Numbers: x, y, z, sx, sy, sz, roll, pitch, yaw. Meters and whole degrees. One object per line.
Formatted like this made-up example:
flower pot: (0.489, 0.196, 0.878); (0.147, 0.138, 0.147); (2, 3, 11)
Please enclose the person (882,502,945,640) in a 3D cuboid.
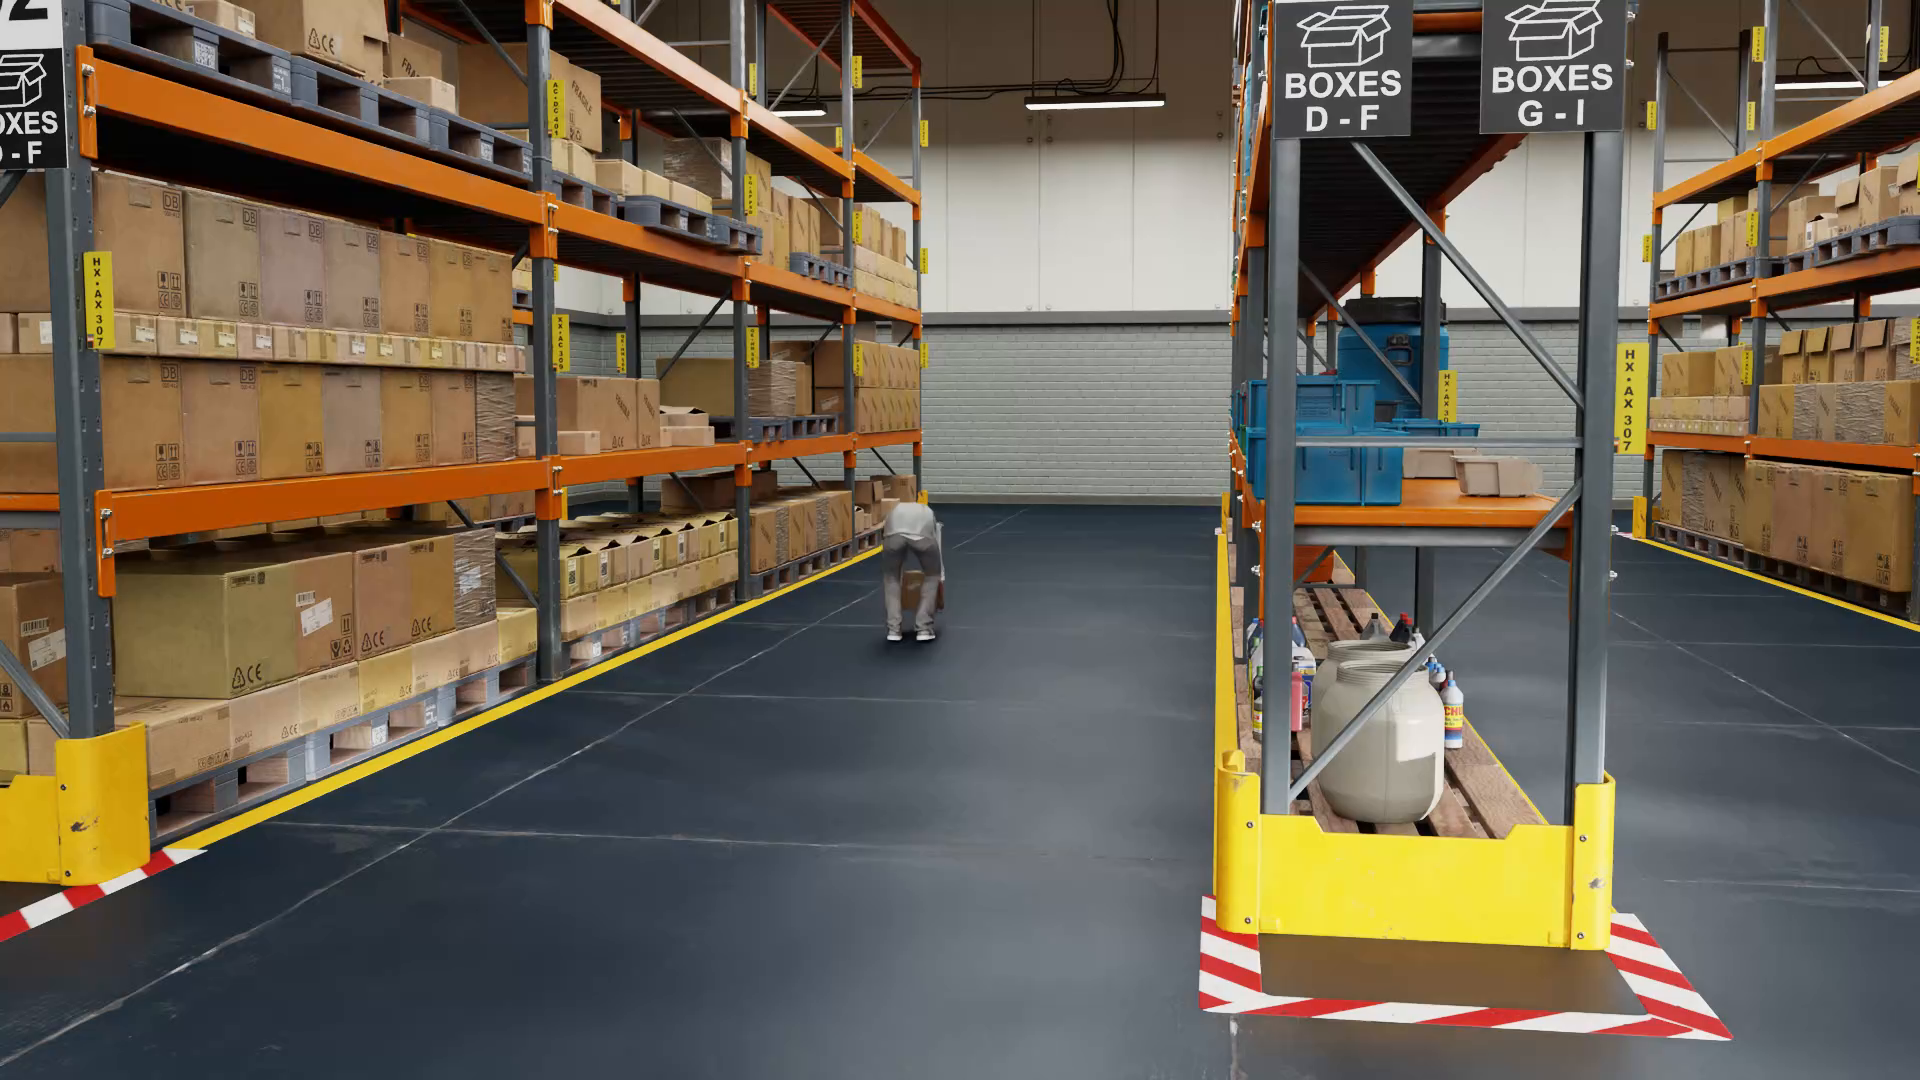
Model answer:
person: (-0.319, 0.203, 11.565); (0.405, 0.958, 0.868); (0, 5, 6)
